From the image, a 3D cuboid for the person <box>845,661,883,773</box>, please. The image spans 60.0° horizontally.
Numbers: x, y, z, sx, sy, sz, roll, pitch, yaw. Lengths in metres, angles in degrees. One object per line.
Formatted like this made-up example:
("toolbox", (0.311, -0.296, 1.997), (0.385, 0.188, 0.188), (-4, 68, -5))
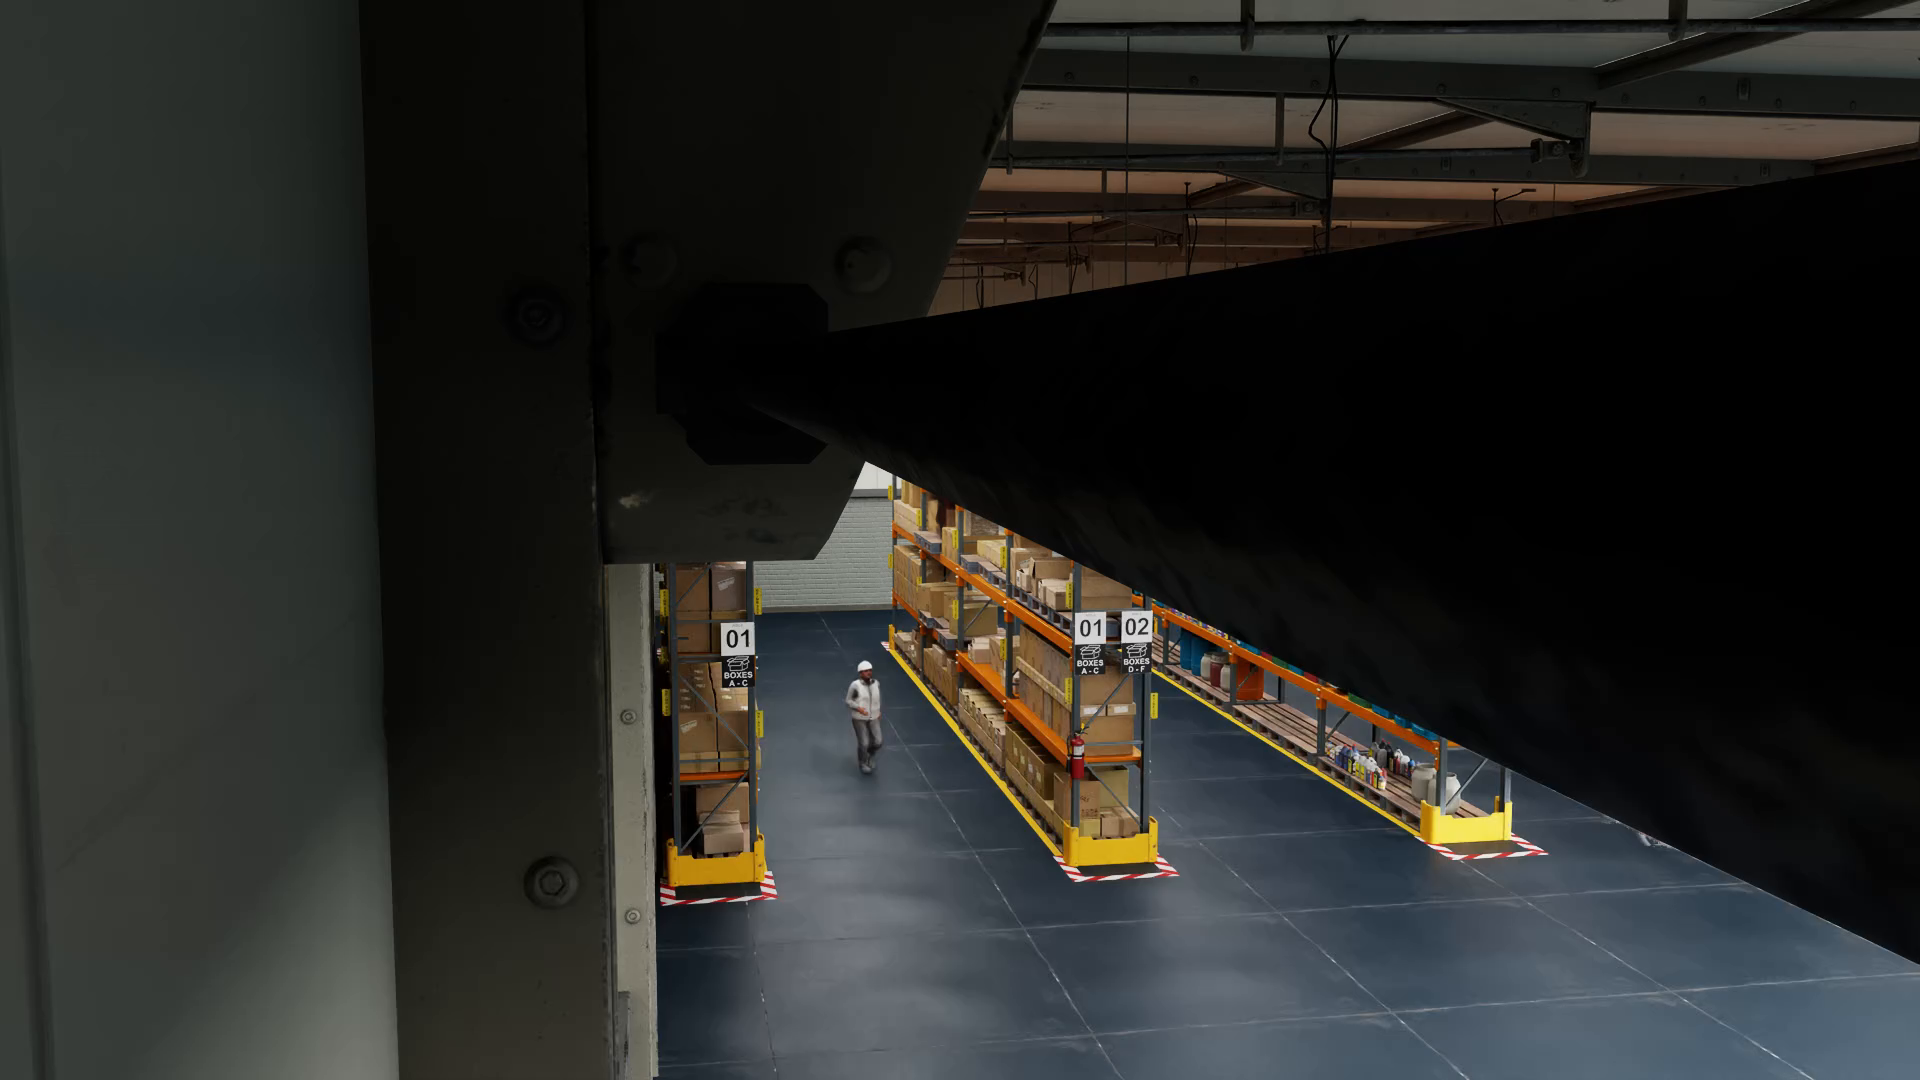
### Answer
("person", (-1.422, 2.714, 25.428), (0.657, 1.733, 0.579), (-3, 7, -26))
